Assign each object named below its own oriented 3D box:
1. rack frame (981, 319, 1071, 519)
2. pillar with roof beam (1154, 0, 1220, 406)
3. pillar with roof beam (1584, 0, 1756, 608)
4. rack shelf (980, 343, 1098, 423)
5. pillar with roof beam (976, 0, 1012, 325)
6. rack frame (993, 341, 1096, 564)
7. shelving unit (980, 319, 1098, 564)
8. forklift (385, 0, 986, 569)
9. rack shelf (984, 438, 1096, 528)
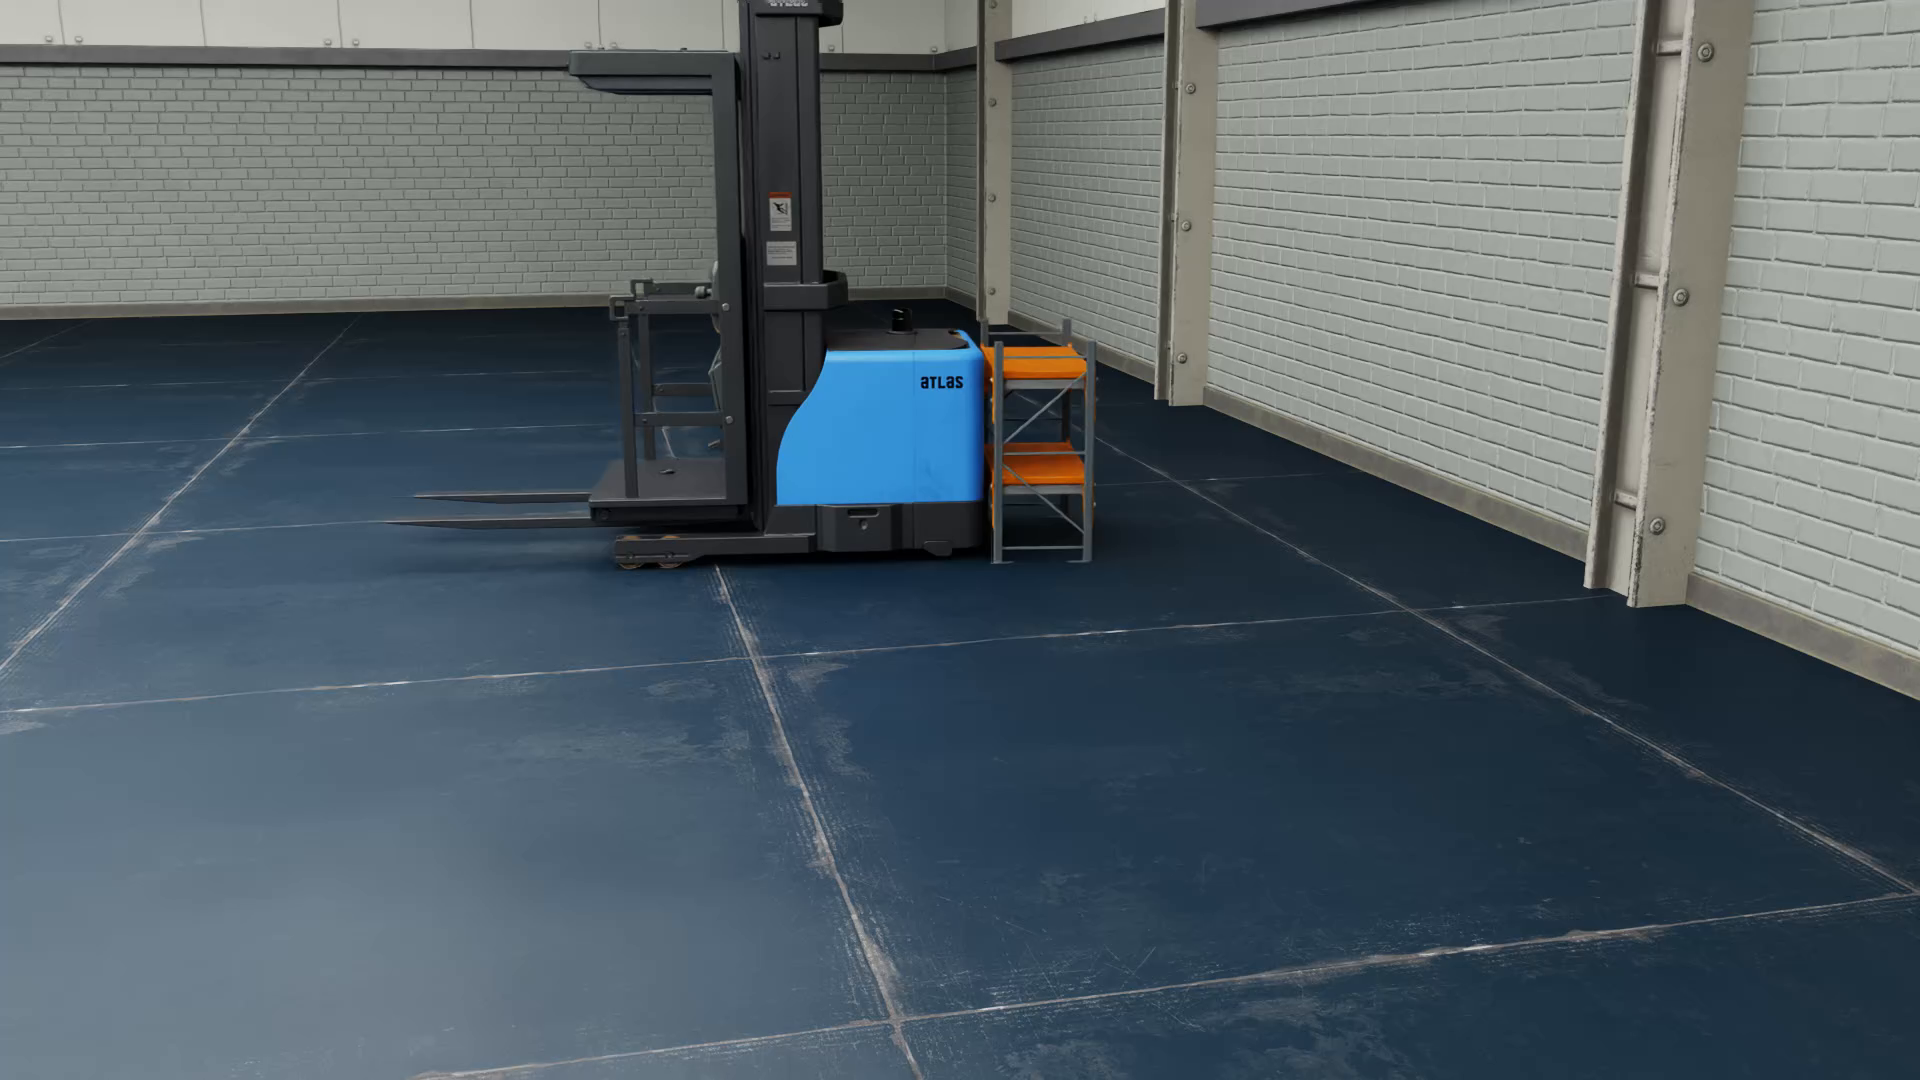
[{"bbox_3d":[0.364,-0.673,9.310,0.500,1.125,0.032,-1,14,-3],"label":"rack frame"},{"bbox_3d":[-2.391,-5.259,11.491,9.100,9.000,0.400,-3,14,-13],"label":"pillar with roof beam"},{"bbox_3d":[-0.982,-3.874,5.825,9.100,9.000,0.400,-3,14,-13],"label":"pillar with roof beam"},{"bbox_3d":[0.392,-0.837,8.748,0.538,0.278,1.000,-1,14,-3],"label":"rack shelf"},{"bbox_3d":[-3.800,-6.643,17.156,9.100,9.000,0.400,-3,14,-13],"label":"pillar with roof beam"},{"bbox_3d":[0.420,-0.432,8.324,0.500,1.125,0.032,-1,14,-3],"label":"rack frame"},{"bbox_3d":[0.392,-0.552,8.817,0.538,1.125,1.048,-1,14,-3],"label":"shelving unit"},{"bbox_3d":[-1.413,-1.408,8.515,3.031,2.935,1.130,-1,14,-5],"label":"forklift"},{"bbox_3d":[0.392,-0.315,8.875,0.538,0.278,1.000,-1,14,-3],"label":"rack shelf"}]
